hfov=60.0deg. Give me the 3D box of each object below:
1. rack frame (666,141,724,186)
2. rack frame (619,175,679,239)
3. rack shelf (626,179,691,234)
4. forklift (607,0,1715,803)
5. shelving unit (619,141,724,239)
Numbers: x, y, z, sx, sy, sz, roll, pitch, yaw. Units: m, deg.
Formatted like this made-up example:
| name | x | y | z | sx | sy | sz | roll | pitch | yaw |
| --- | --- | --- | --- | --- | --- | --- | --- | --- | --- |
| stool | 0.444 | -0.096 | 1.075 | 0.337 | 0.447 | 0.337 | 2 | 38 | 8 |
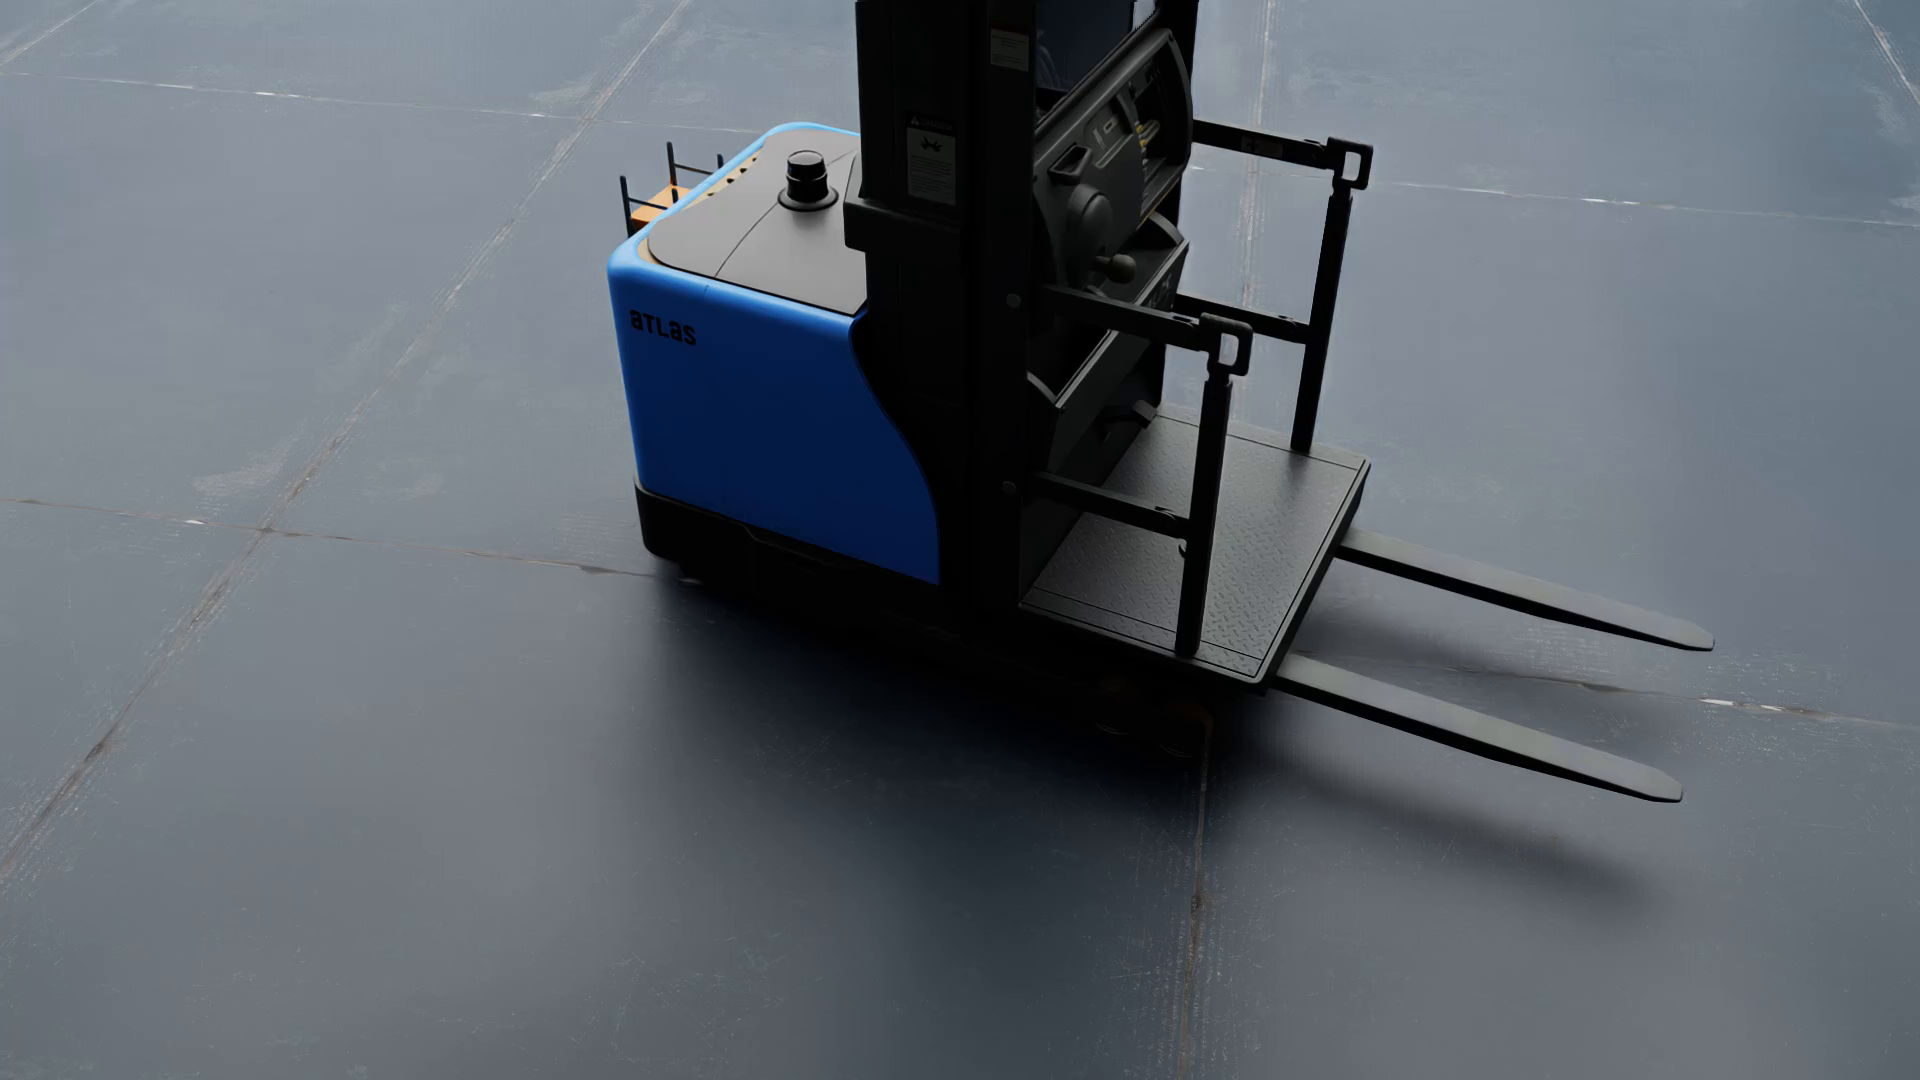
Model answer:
| name | x | y | z | sx | sy | sz | roll | pitch | yaw |
| --- | --- | --- | --- | --- | --- | --- | --- | --- | --- |
| rack frame | -0.805 | -0.781 | 5.371 | 0.200 | 1.050 | 0.008 | 17 | 43 | 20 |
| rack frame | -0.912 | -0.642 | 5.203 | 0.200 | 1.050 | 0.008 | 17 | 43 | 20 |
| rack shelf | -0.859 | -0.922 | 5.113 | 0.215 | 0.259 | 0.240 | 17 | 43 | 20 |
| forklift | 0.574 | -0.927 | 4.071 | 3.031 | 2.935 | 1.130 | 17 | 43 | 20 |
| shelving unit | -0.858 | -0.712 | 5.287 | 0.215 | 1.050 | 0.252 | 17 | 43 | 20 |
